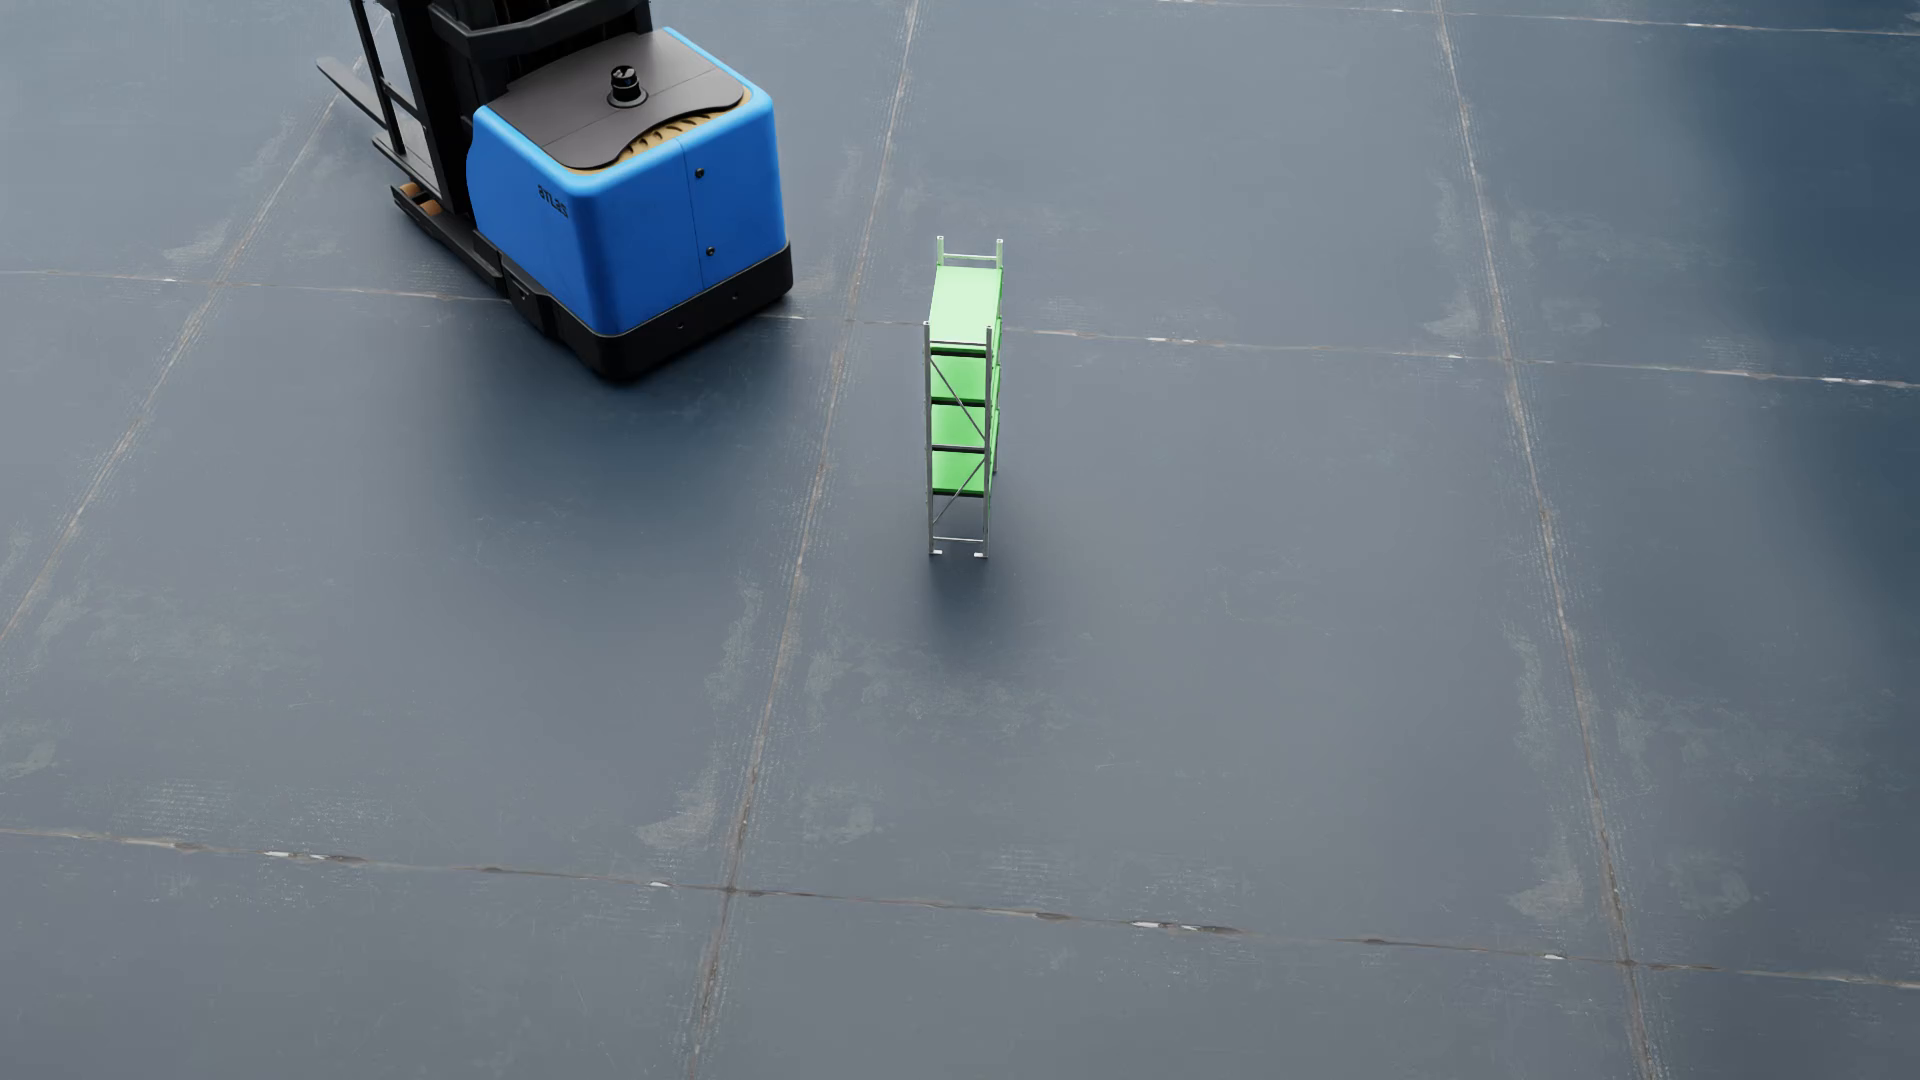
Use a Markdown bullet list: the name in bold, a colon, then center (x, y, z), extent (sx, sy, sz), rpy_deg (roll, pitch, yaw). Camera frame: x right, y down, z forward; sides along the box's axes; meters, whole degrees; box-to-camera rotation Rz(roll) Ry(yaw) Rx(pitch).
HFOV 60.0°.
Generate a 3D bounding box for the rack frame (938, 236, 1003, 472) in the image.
- **rack frame**: center (0.037, -0.706, 6.583), extent (0.240, 1.200, 0.015), rpy_deg (4, 48, 4)

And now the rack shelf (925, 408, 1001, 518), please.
- **rack shelf**: center (0.015, -0.321, 6.643), extent (0.258, 0.148, 0.480), rpy_deg (4, 48, 4)

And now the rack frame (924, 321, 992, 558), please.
- **rack frame**: center (-0.007, -0.347, 6.255), extent (0.240, 1.200, 0.015), rpy_deg (4, 48, 4)

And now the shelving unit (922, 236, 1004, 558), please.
- **shelving unit**: center (0.015, -0.527, 6.419), extent (0.258, 1.200, 0.503), rpy_deg (4, 48, 4)

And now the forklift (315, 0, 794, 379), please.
- **forklift**: center (-2.136, -2.703, 7.236), extent (1.130, 2.935, 3.031), rpy_deg (-34, 56, -27)

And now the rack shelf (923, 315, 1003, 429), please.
- **rack shelf**: center (0.015, -0.645, 6.289), extent (0.258, 0.148, 0.480), rpy_deg (4, 48, 4)

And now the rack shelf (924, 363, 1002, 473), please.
- **rack shelf**: center (0.015, -0.483, 6.466), extent (0.258, 0.148, 0.480), rpy_deg (4, 48, 4)

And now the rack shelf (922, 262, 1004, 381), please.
- **rack shelf**: center (0.015, -0.807, 6.111), extent (0.258, 0.148, 0.480), rpy_deg (4, 48, 4)
